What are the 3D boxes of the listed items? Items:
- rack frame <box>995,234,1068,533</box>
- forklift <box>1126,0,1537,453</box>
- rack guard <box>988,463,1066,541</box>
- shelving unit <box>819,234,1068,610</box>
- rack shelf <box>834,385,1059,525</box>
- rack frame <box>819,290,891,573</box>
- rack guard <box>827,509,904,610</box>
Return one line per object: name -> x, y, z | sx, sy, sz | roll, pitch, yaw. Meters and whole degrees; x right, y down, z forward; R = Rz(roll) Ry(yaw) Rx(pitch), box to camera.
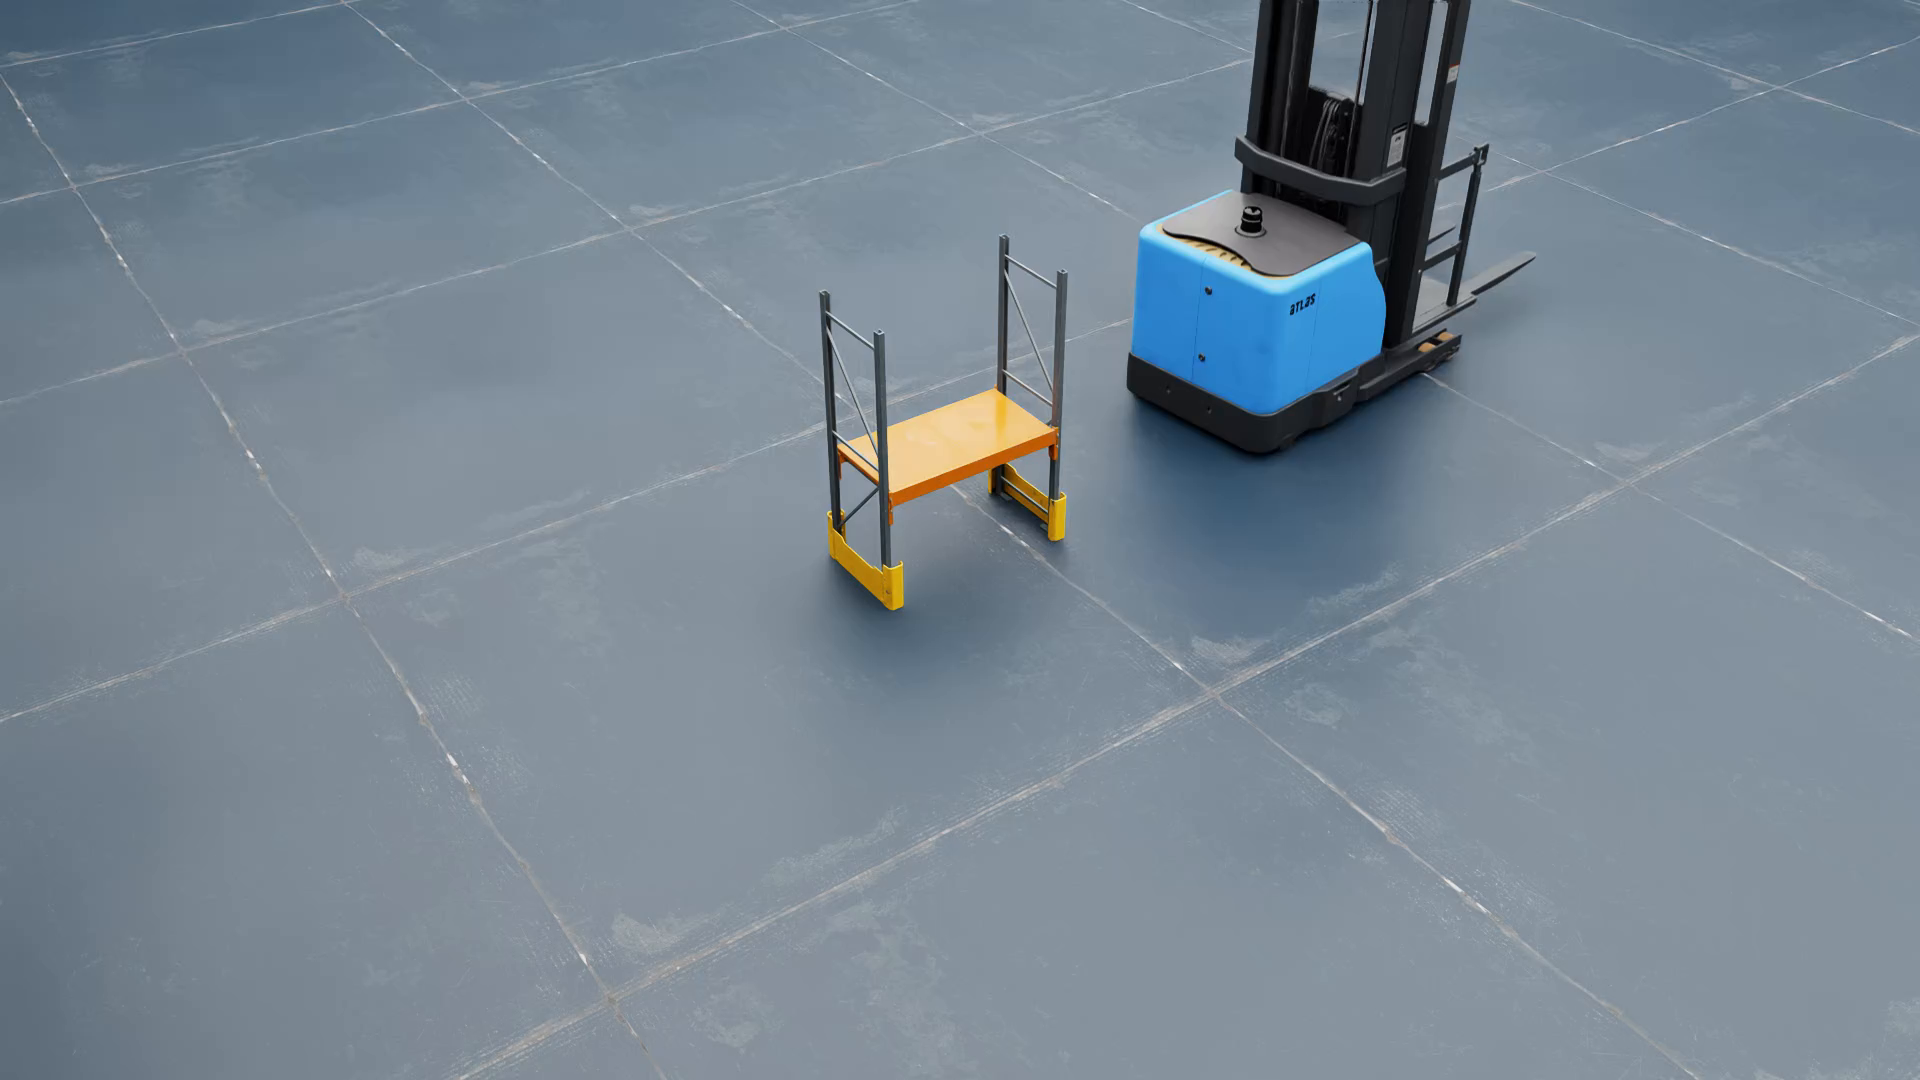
rack frame -> 0.346, -0.751, 8.323 | 0.032, 1.500, 0.500 | -22, 41, -28
forklift -> 2.394, -2.405, 9.397 | 3.031, 2.935, 1.130 | -28, 44, -33
rack guard -> 0.345, -0.243, 8.688 | 0.087, 0.250, 0.587 | -22, 41, -28
shelving unit -> -0.062, -0.583, 8.090 | 1.083, 1.500, 0.587 | -22, 41, -28
rack shelf -> -0.070, -0.434, 8.191 | 1.000, 0.185, 0.538 | -22, 41, -28
rack frame -> -0.485, -0.409, 7.848 | 0.032, 1.500, 0.500 | -22, 41, -28
rack guard -> -0.469, 0.092, 8.222 | 0.087, 0.250, 0.587 | -22, 41, -28
